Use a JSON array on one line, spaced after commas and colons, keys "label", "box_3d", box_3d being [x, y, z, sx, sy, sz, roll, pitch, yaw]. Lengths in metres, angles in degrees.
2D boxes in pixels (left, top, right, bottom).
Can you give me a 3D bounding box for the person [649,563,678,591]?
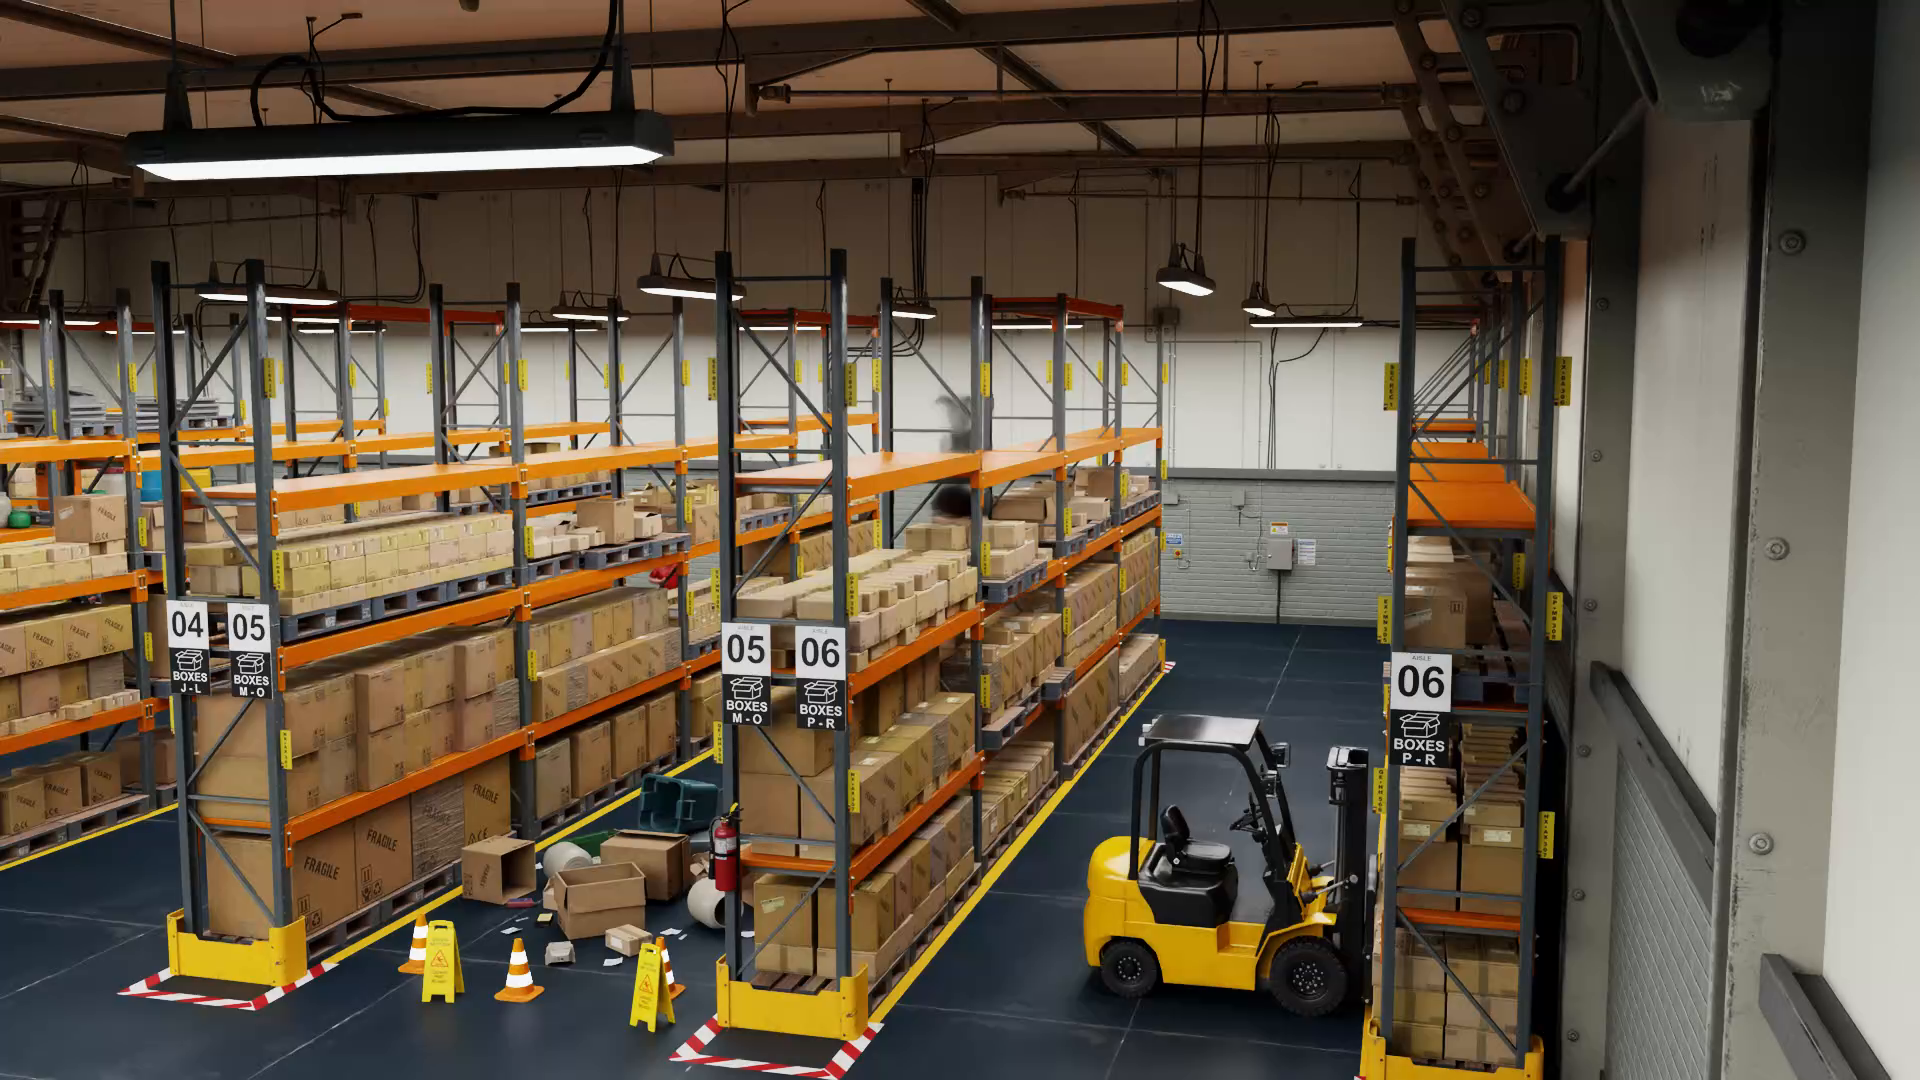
[{"label": "person", "box_3d": [-5.409, 1.031, 30.753, 0.656, 1.720, 0.961, -1, 6, -11]}]
